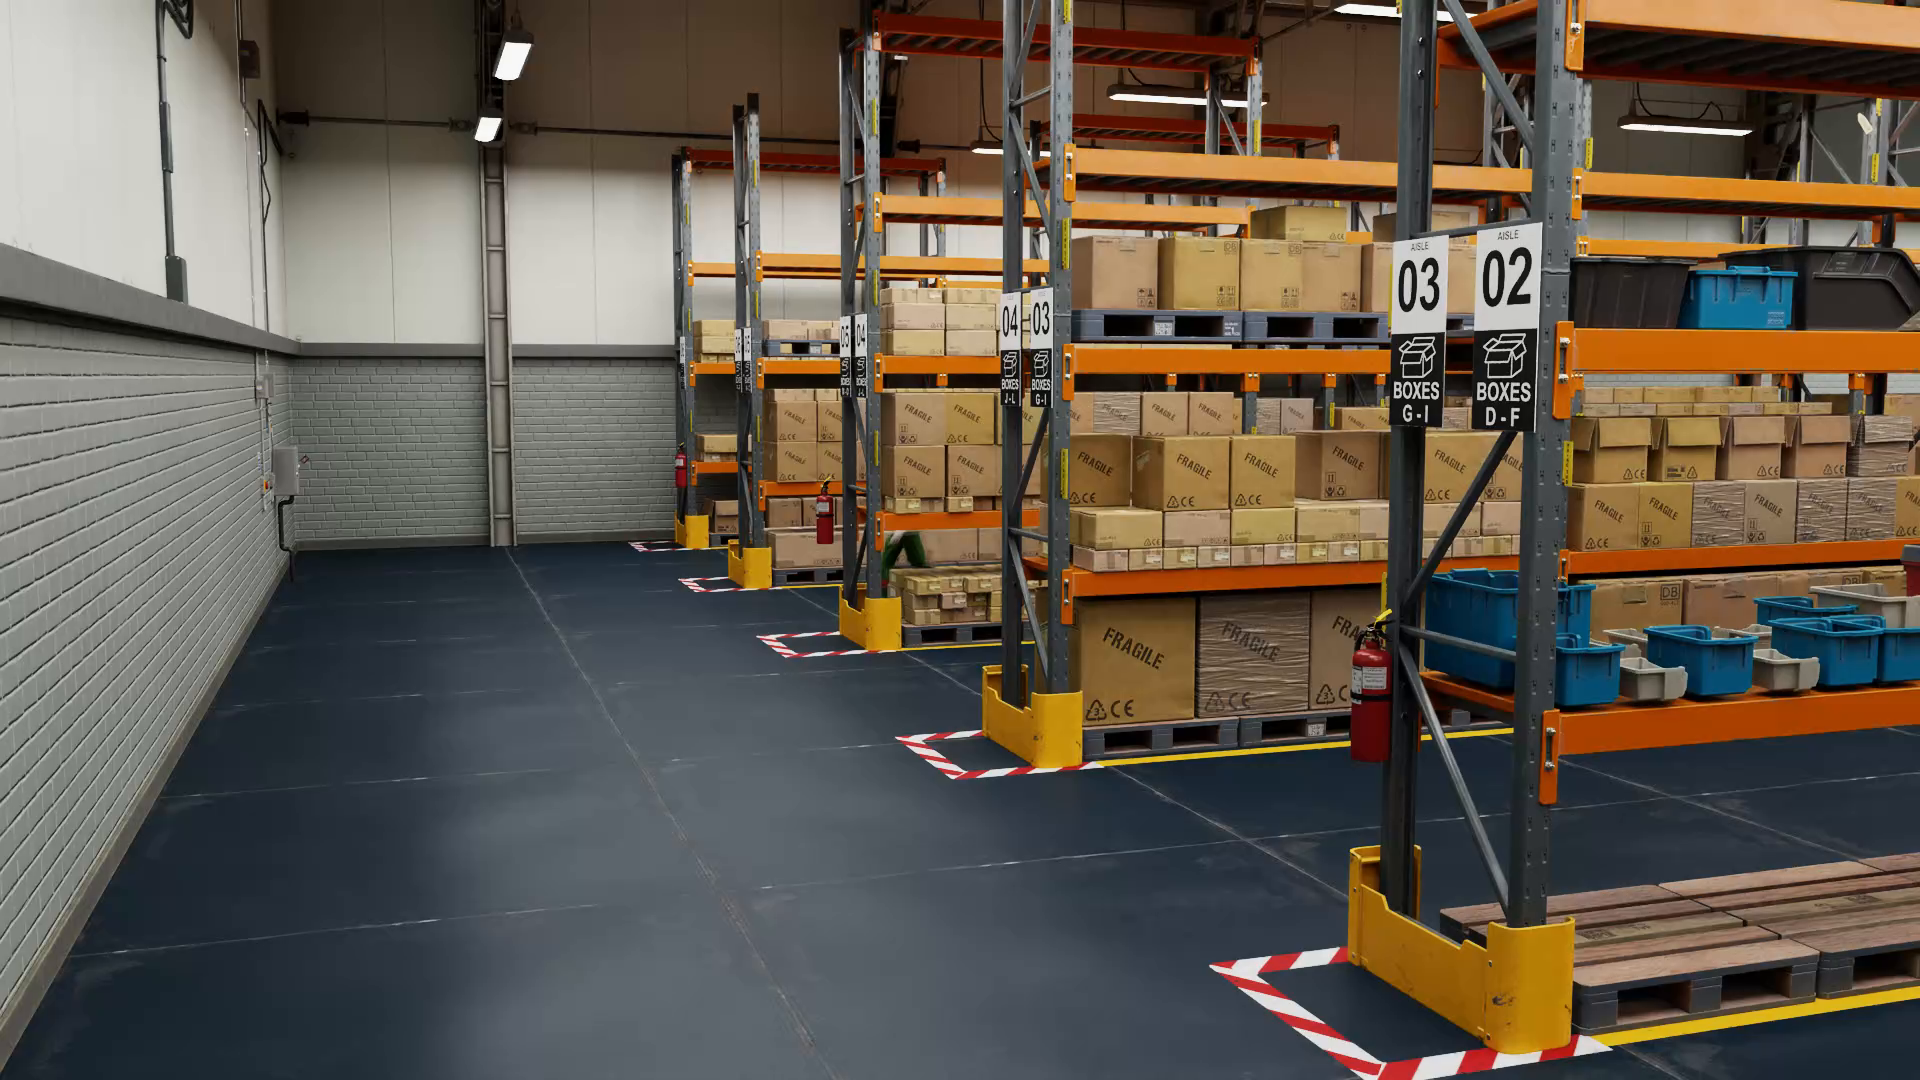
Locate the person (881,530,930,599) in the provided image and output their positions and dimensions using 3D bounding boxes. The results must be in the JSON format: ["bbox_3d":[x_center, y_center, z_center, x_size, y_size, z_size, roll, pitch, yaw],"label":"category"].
[{"bbox_3d":[-0.617,-0.080,18.359,1.056,1.747,0.529,-3,6,-27],"label":"person"}]
